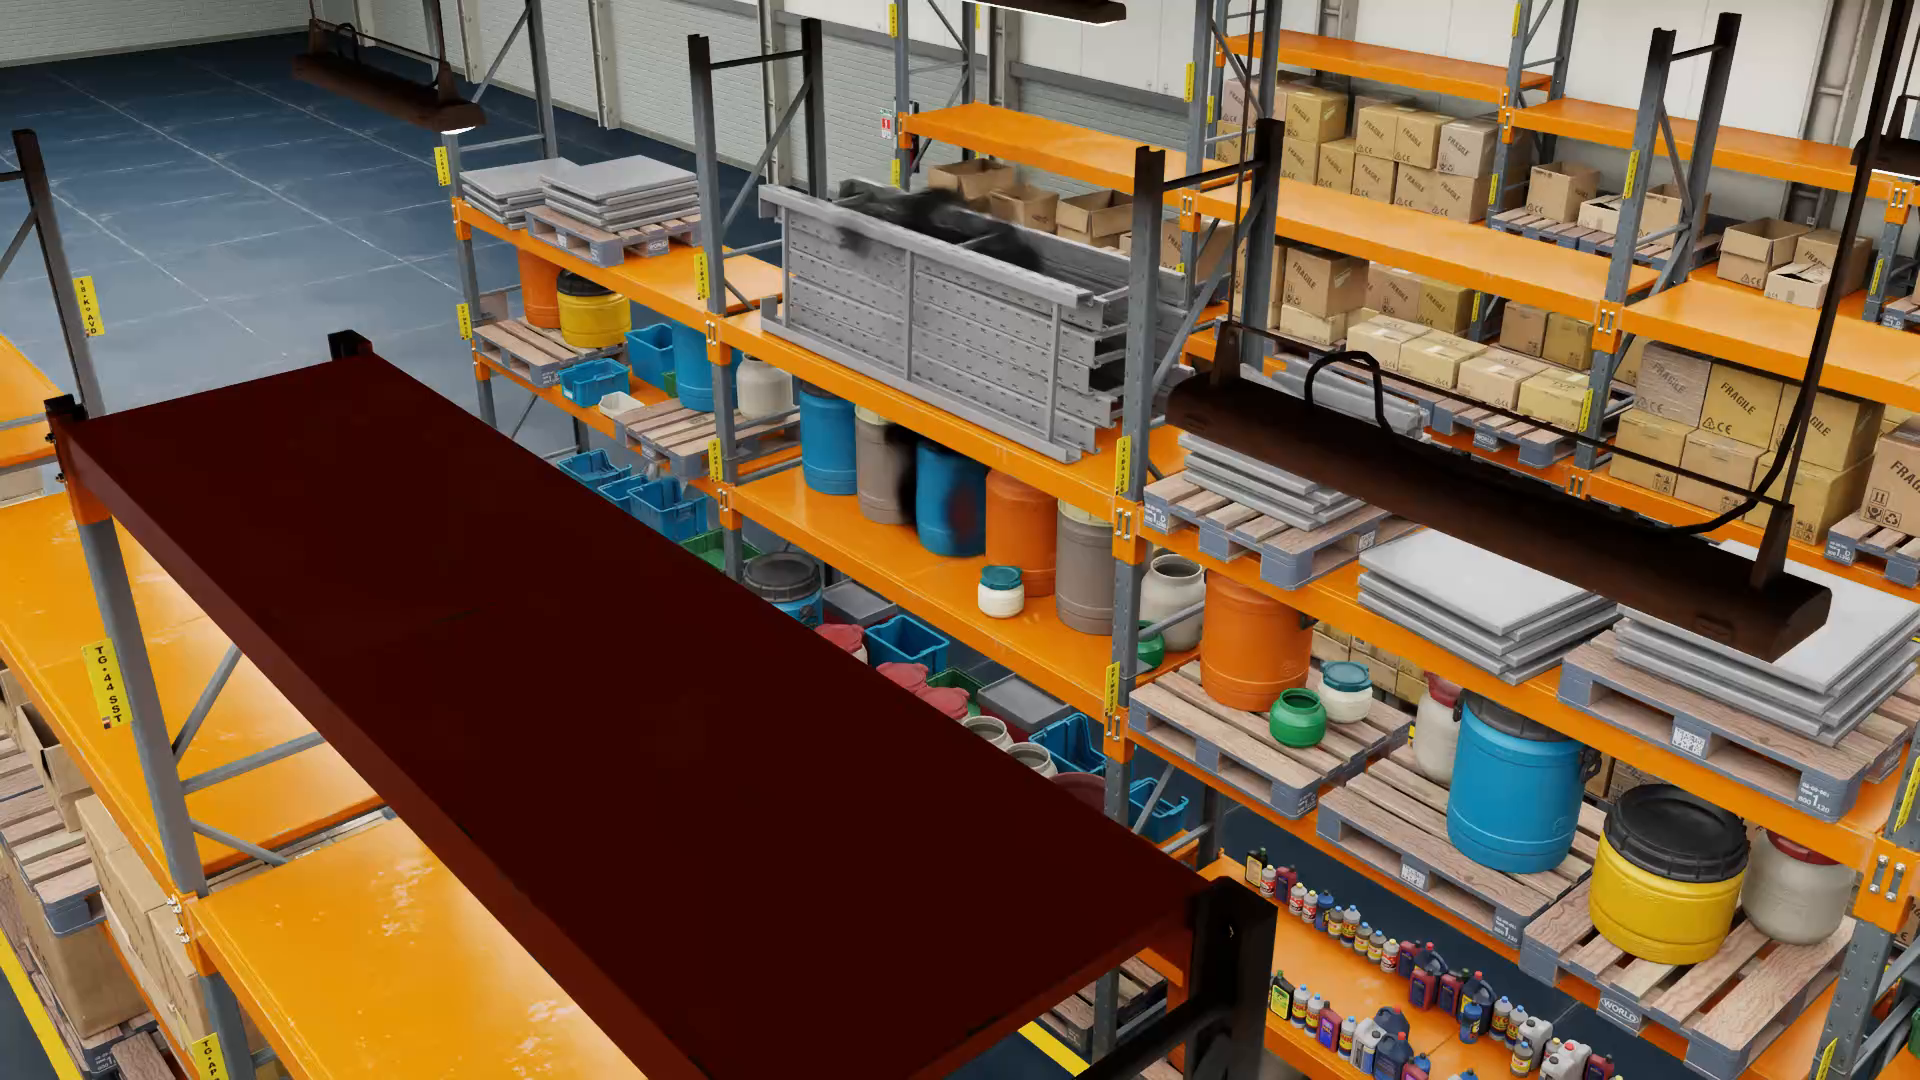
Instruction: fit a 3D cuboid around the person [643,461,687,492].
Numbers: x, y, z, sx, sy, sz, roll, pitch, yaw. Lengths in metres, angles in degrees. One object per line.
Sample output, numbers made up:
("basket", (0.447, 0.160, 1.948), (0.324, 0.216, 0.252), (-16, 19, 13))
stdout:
("person", (-2.944, -0.518, 16.868), (0.594, 1.571, 0.570), (10, 29, 20))
